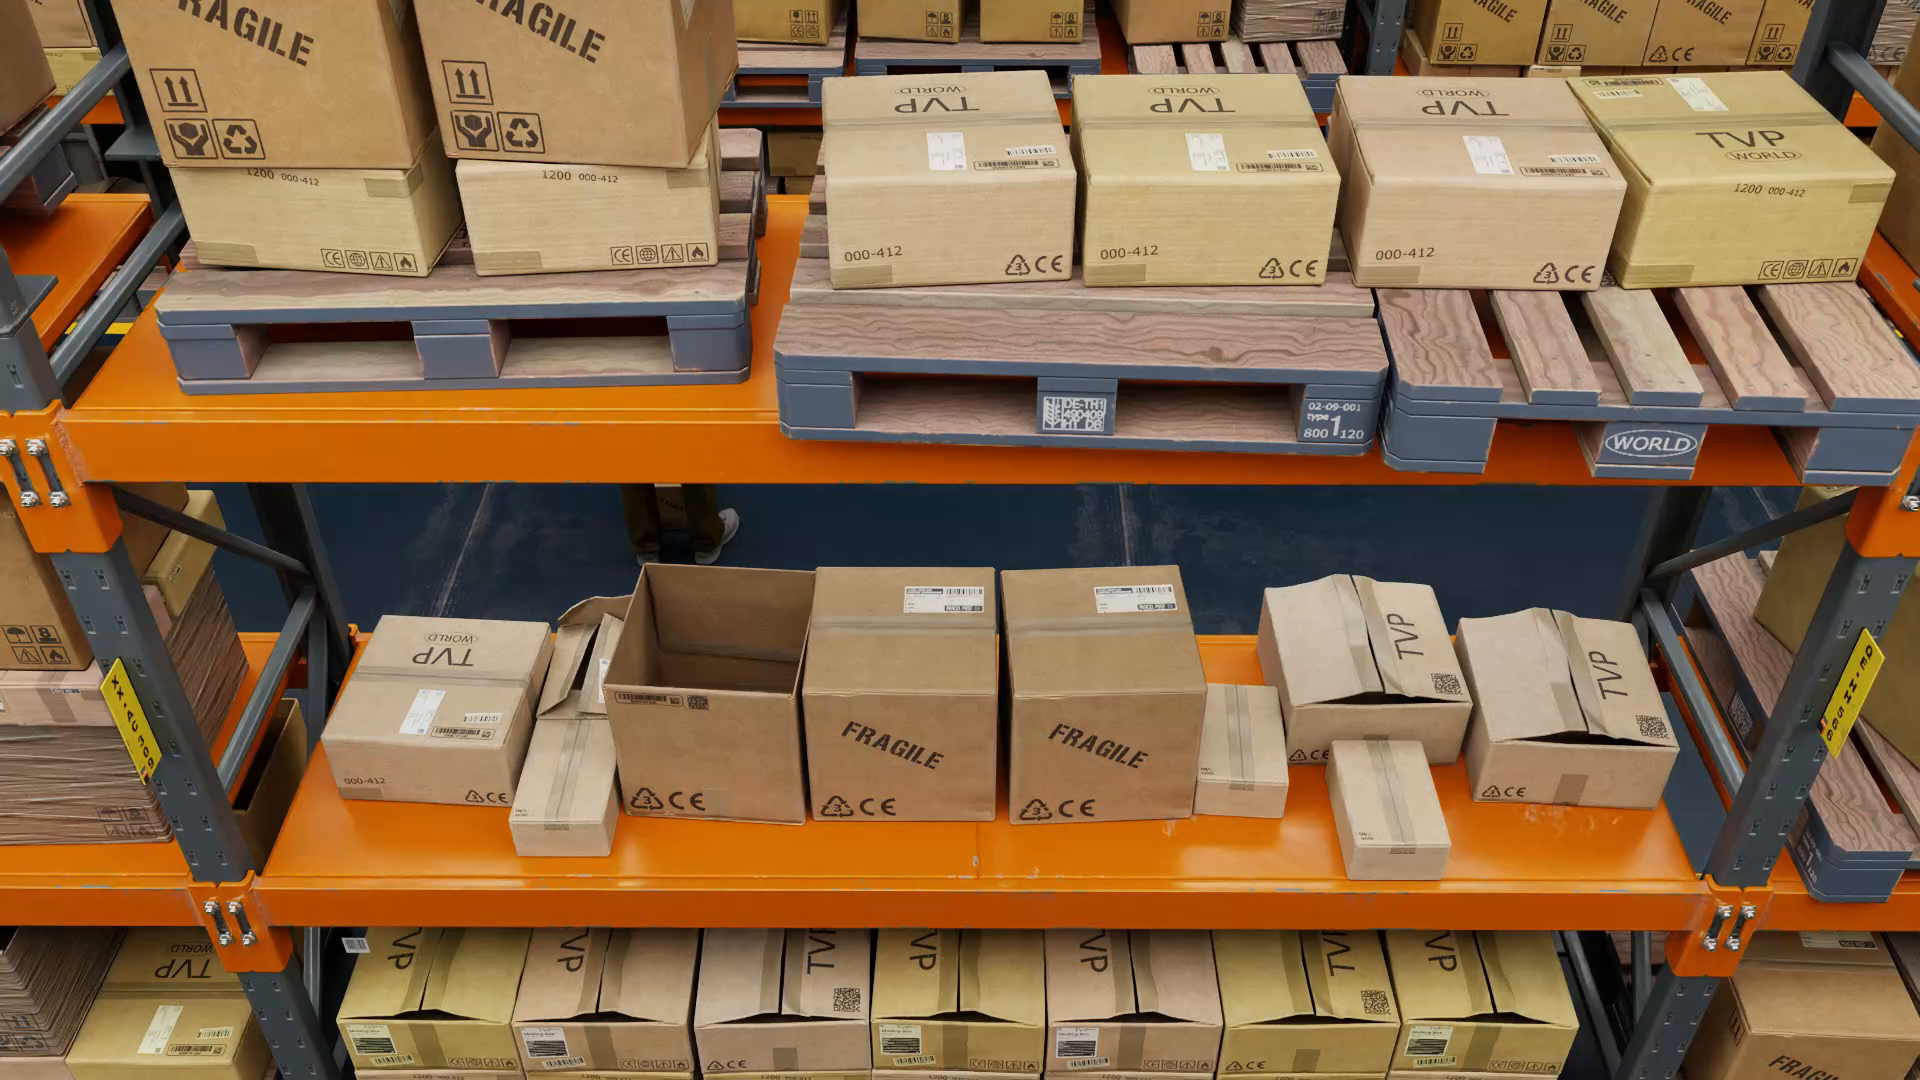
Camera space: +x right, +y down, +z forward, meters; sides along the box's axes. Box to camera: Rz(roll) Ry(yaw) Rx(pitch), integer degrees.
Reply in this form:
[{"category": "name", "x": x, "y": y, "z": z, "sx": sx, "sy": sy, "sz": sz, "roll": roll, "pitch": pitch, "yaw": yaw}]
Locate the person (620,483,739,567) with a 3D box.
[{"category": "person", "x": -1.308, "y": -0.659, "z": 6.979, "sx": 0.655, "sy": 1.774, "sz": 0.415, "roll": -1, "pitch": 39, "yaw": -1}]
